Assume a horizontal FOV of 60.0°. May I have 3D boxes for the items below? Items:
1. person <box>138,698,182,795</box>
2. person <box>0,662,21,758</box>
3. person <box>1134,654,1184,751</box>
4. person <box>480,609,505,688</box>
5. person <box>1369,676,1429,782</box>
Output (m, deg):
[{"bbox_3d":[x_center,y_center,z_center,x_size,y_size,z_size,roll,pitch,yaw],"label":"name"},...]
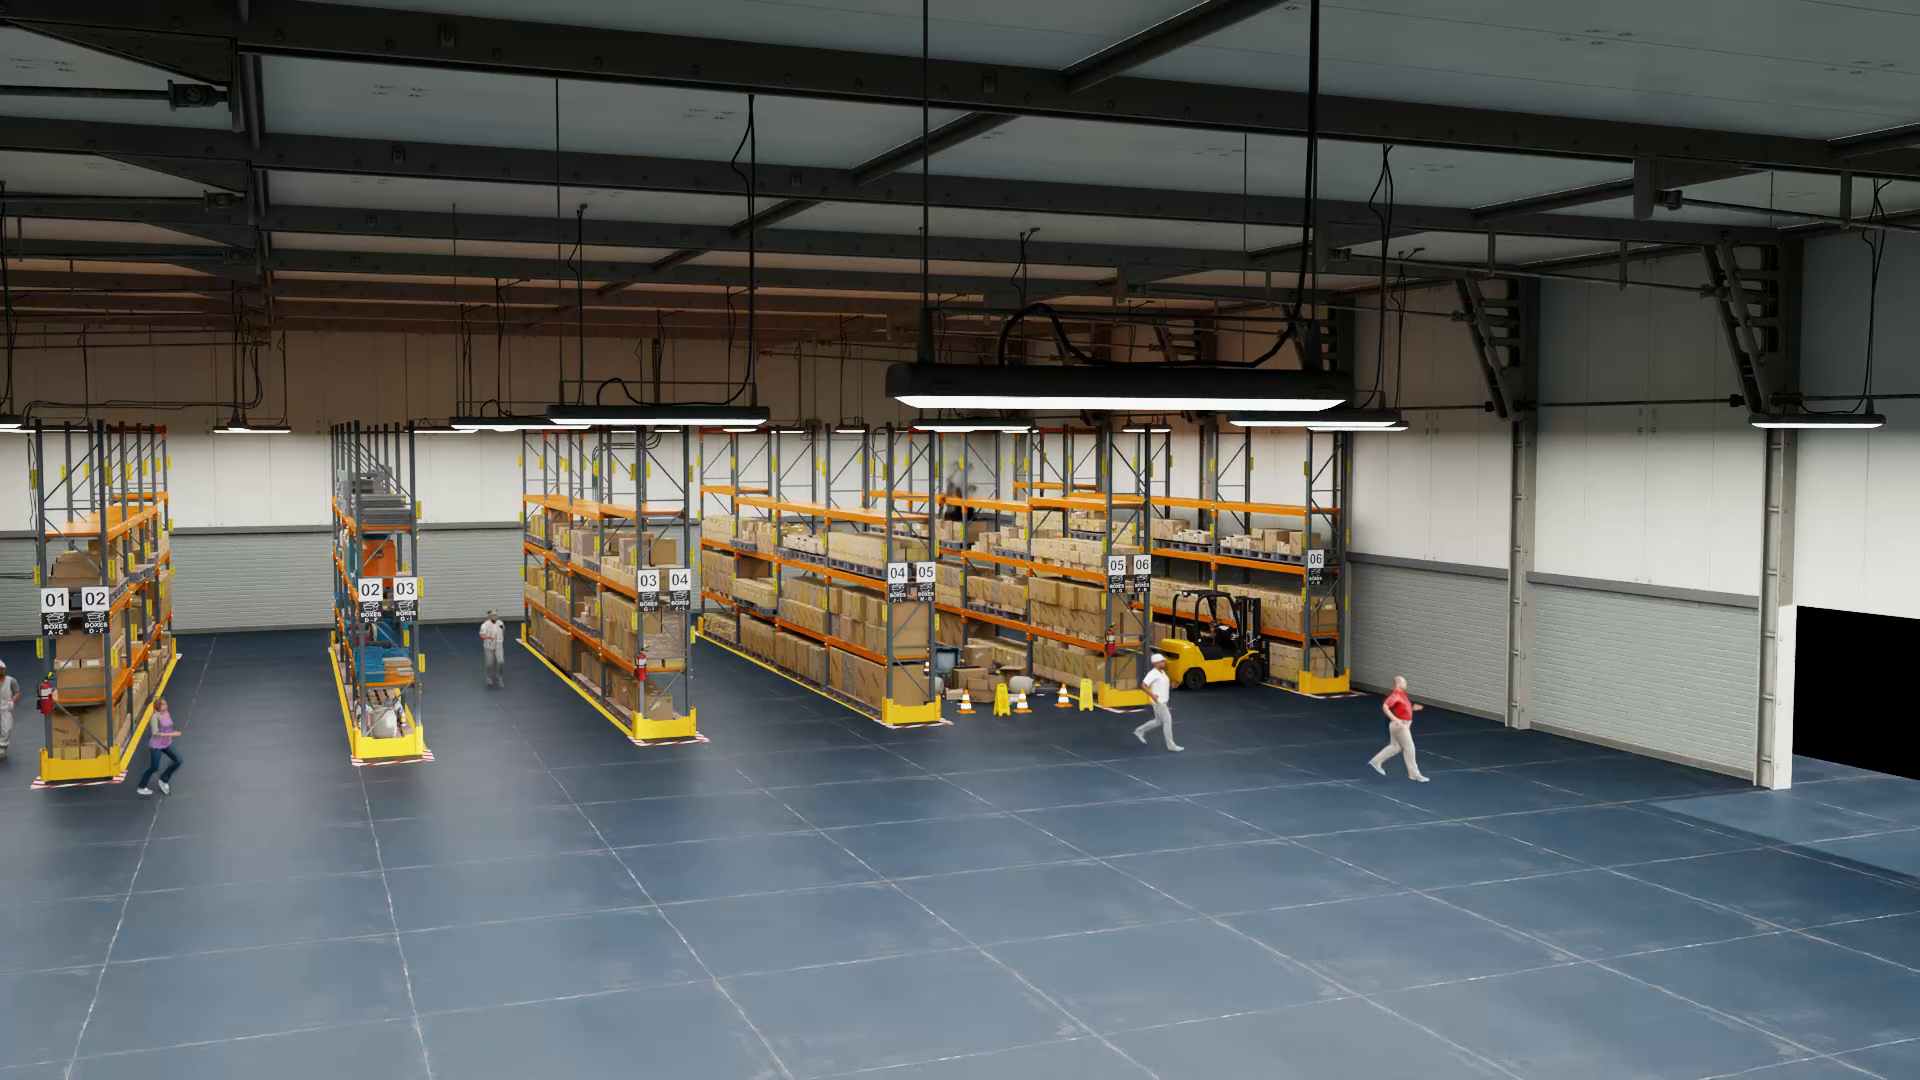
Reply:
[{"bbox_3d":[-12.654,3.265,26.378,0.784,1.552,0.548,1,4,14],"label":"person"},{"bbox_3d":[-17.028,3.016,29.494,0.659,1.733,0.634,-2,4,-29],"label":"person"},{"bbox_3d":[3.616,2.940,30.243,0.968,1.747,0.710,1,4,20],"label":"person"},{"bbox_3d":[-10.664,2.478,38.003,0.606,1.826,0.821,-2,4,-26],"label":"person"},{"bbox_3d":[7.292,3.115,27.586,0.989,1.714,0.662,1,4,17],"label":"person"}]
